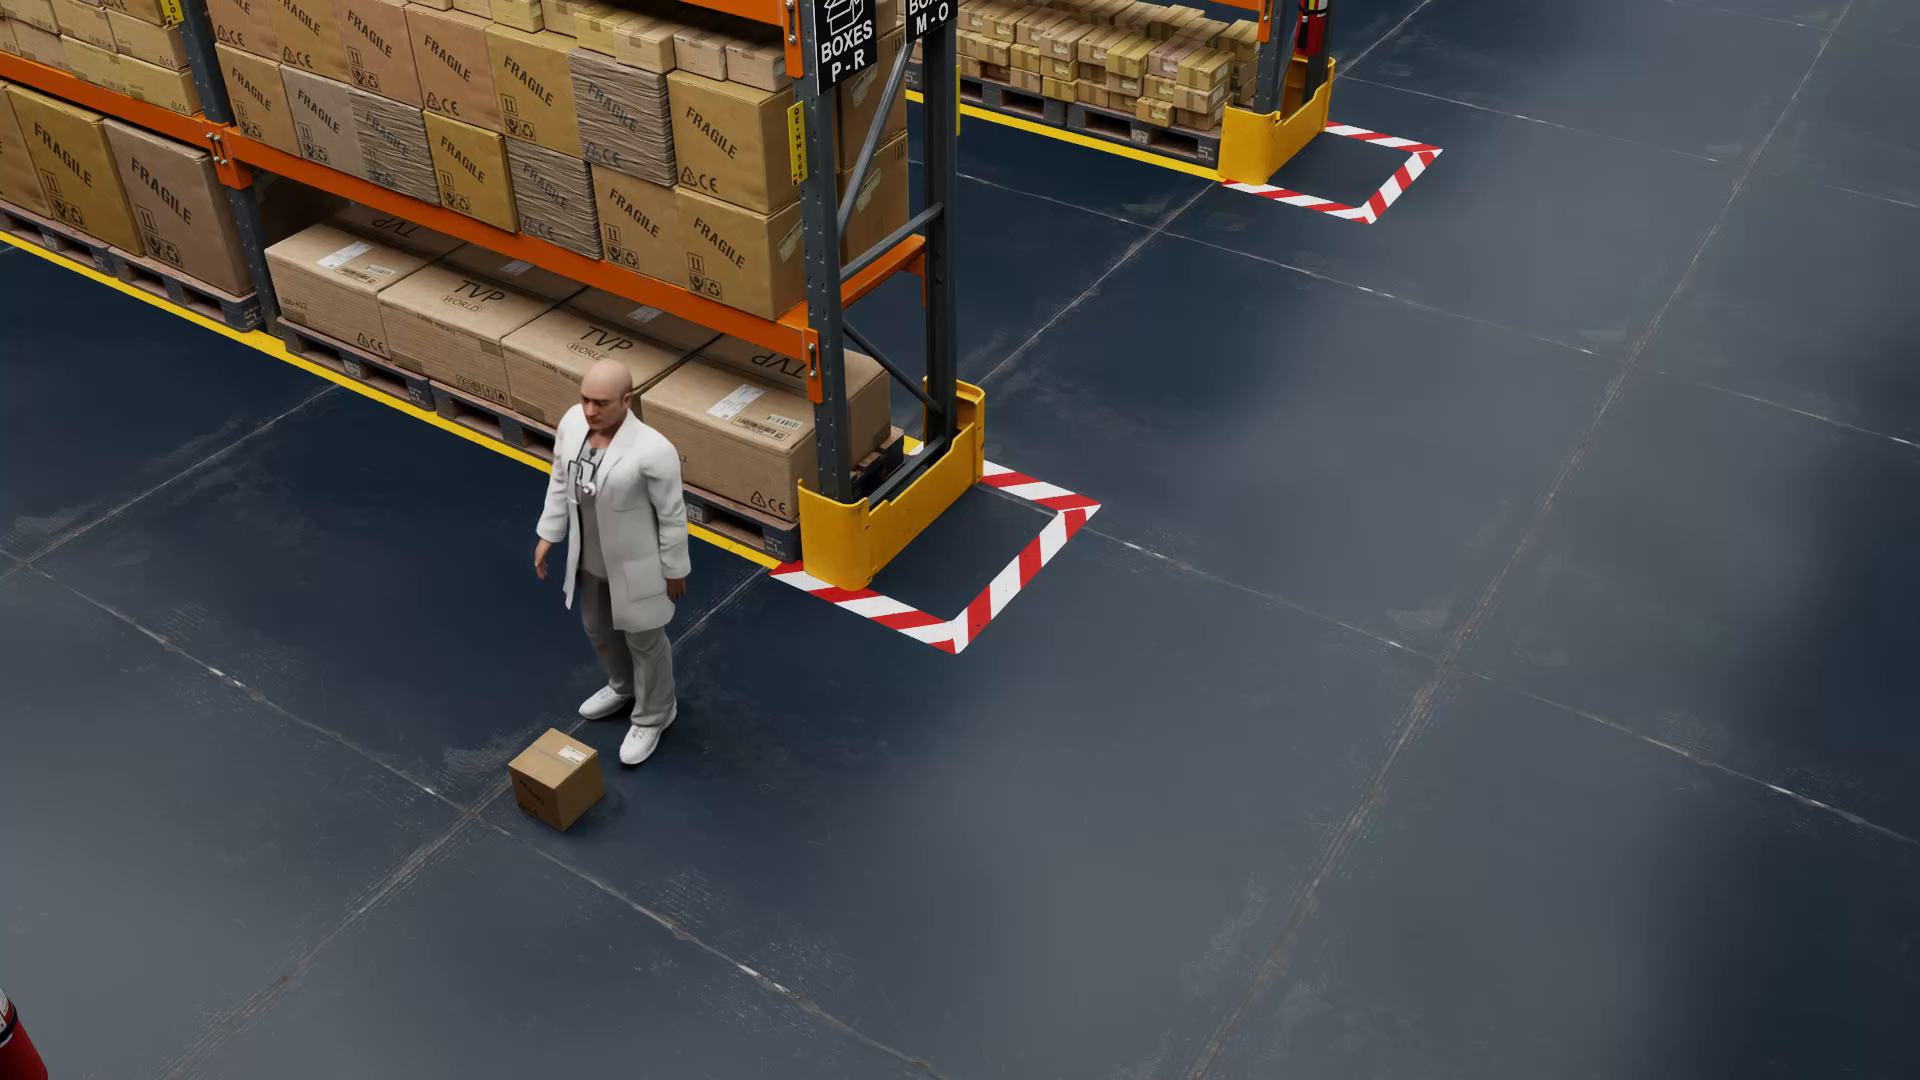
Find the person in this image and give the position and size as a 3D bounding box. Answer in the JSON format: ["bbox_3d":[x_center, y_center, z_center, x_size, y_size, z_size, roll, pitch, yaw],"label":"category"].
[{"bbox_3d":[-1.372,0.085,6.558,0.645,1.802,0.458,21,43,25],"label":"person"}]
